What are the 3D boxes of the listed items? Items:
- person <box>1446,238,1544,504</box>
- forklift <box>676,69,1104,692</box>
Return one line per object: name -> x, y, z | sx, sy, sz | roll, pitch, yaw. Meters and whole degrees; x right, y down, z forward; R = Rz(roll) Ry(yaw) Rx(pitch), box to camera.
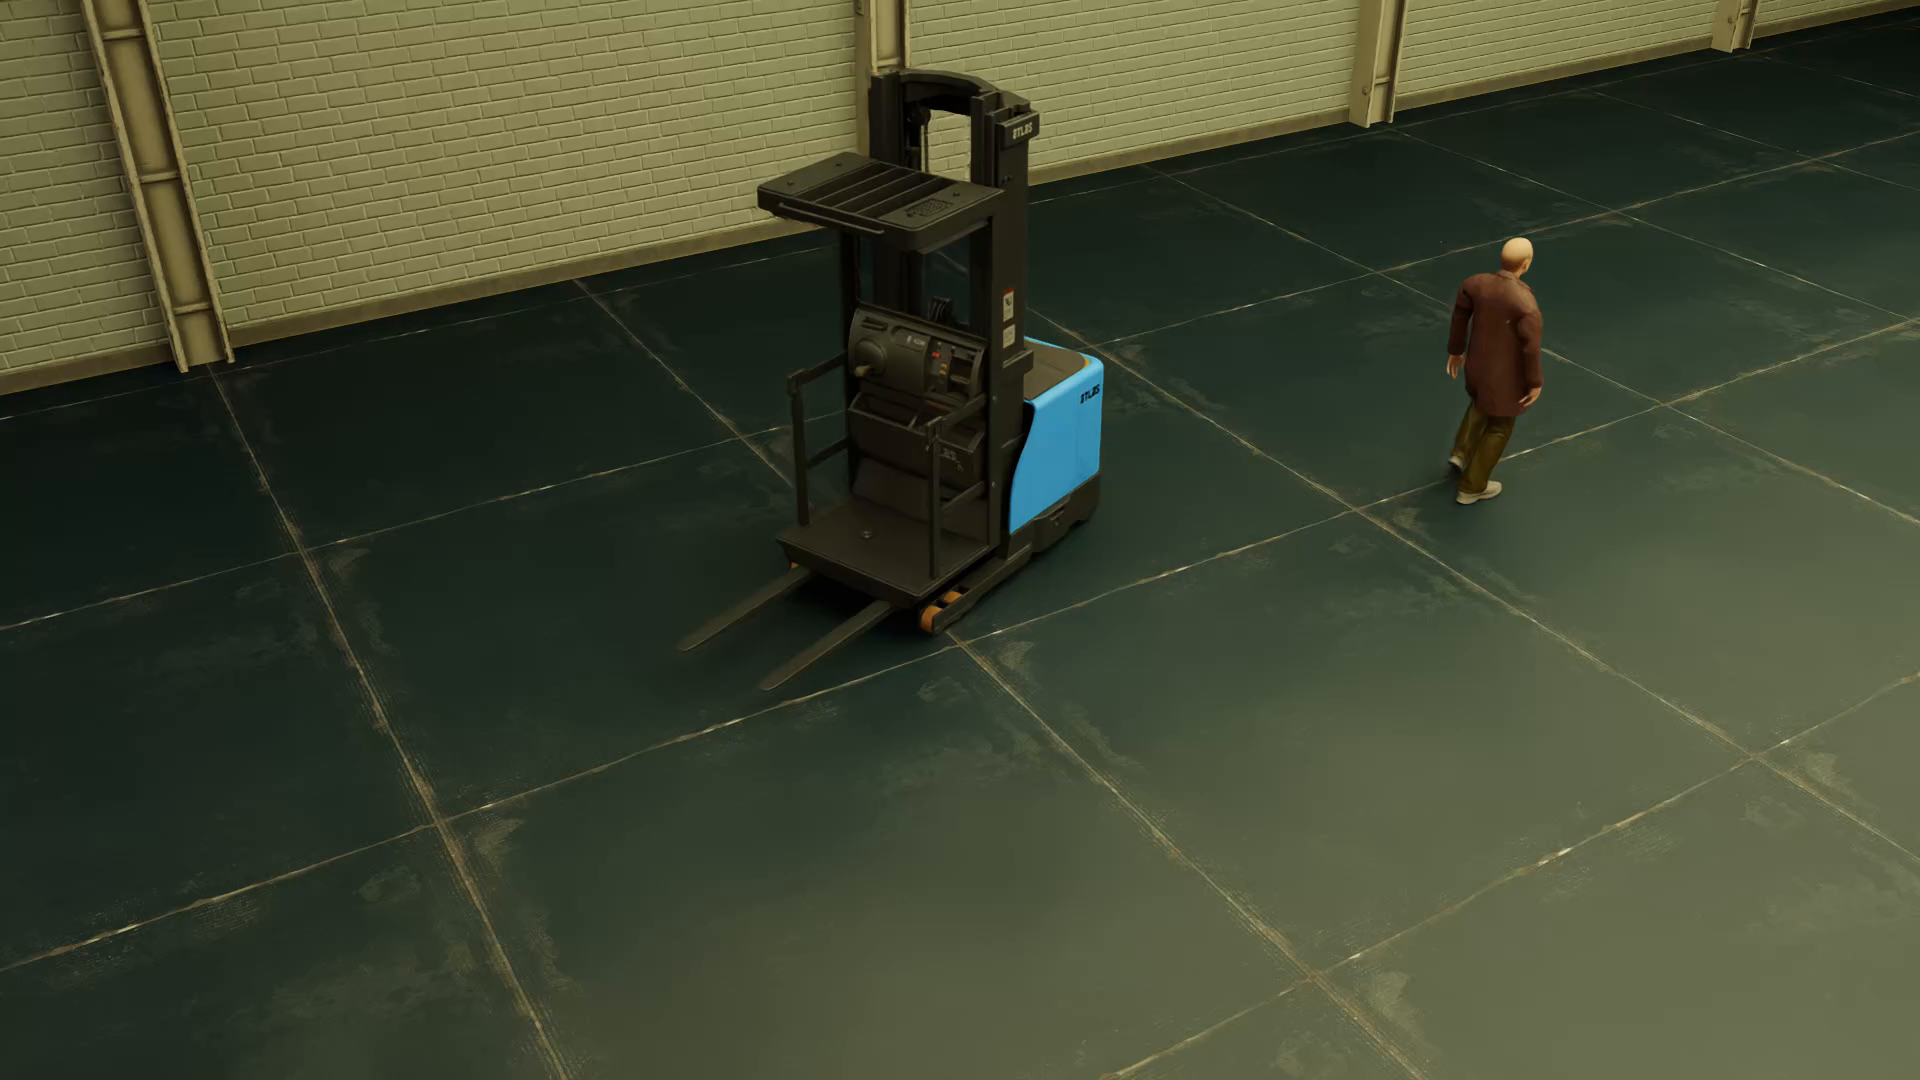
person -> 3.433, -1.078, 10.638 | 0.529, 1.807, 0.709 | -20, 36, -29
forklift -> -0.380, -0.997, 9.312 | 1.130, 2.935, 3.031 | 21, 37, 31
